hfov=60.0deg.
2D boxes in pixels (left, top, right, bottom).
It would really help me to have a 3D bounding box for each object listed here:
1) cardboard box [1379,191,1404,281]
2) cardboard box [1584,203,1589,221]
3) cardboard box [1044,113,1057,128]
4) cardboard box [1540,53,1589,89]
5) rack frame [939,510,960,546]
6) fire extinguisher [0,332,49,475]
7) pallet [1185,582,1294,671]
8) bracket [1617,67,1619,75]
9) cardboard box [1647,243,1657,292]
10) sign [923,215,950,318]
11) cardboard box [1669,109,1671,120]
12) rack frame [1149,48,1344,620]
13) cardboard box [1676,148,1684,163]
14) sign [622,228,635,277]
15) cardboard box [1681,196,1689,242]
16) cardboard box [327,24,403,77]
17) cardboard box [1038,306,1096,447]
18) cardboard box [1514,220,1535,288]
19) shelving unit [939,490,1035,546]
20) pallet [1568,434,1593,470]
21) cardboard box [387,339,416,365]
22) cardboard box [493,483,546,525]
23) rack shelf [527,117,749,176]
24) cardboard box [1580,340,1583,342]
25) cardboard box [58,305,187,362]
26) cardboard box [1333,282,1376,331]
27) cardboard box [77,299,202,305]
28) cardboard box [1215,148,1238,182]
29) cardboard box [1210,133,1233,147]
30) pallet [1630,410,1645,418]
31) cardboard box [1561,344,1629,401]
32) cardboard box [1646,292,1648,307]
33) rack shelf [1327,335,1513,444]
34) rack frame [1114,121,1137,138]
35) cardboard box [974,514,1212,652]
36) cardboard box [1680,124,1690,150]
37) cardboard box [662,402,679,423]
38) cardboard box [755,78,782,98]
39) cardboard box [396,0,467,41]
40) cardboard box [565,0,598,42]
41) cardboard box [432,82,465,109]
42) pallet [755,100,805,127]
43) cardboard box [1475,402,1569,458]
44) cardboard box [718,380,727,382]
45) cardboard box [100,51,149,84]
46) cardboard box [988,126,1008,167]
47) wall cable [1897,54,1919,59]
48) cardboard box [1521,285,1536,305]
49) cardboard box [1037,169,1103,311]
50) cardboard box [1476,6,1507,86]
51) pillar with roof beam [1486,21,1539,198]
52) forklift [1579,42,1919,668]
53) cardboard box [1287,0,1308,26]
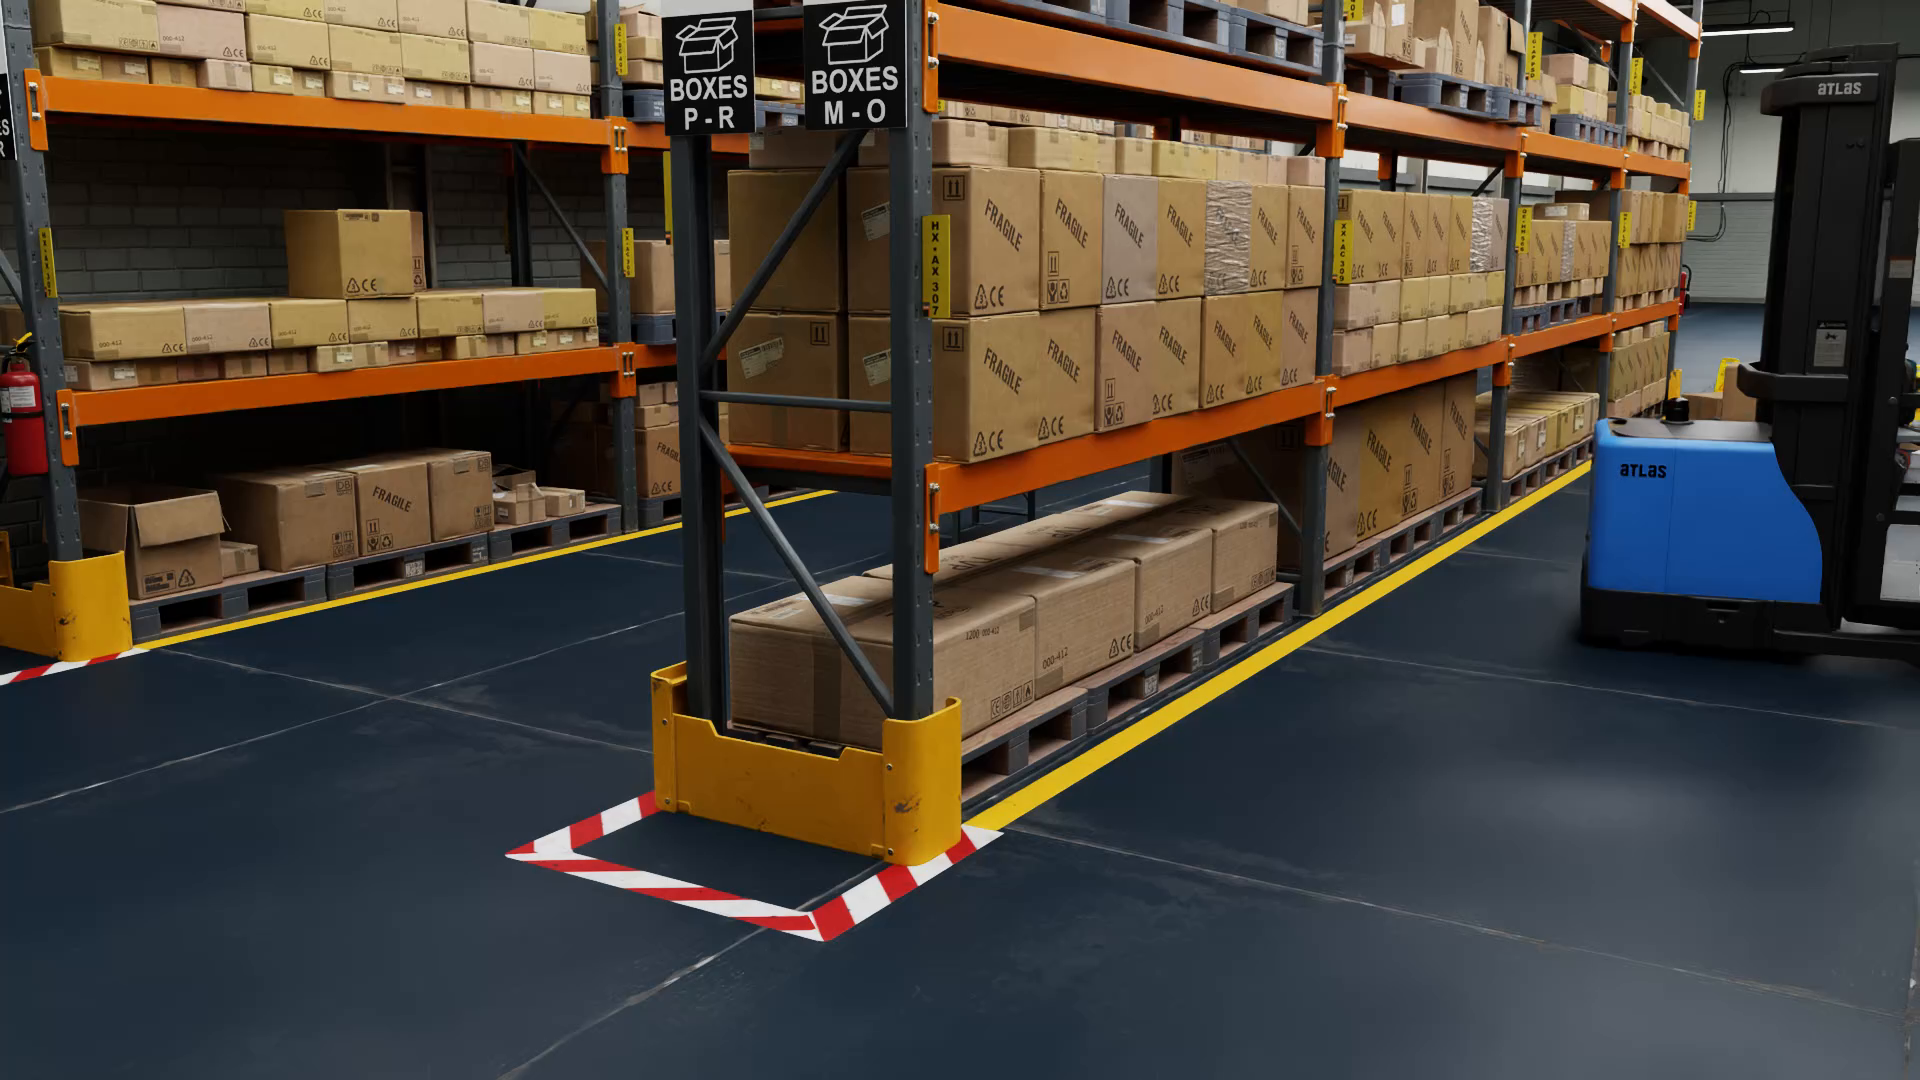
[{"bbox_3d":[2.244,-1.761,9.636,0.500,0.500,0.500,6,12,30],"label":"cardboard box"},{"bbox_3d":[5.289,-2.871,14.569,0.380,0.149,0.250,6,12,29],"label":"cardboard box"},{"bbox_3d":[0.727,-4.111,16.295,0.380,0.149,0.250,6,12,30],"label":"cardboard box"},{"bbox_3d":[4.980,-3.941,14.026,0.500,0.250,0.500,7,12,32],"label":"cardboard box"},{"bbox_3d":[-0.220,-0.671,10.875,0.500,1.500,0.032,6,12,31],"label":"rack frame"},{"bbox_3d":[-4.473,-0.652,7.924,0.296,0.674,0.183,6,12,31],"label":"fire extinguisher"},{"bbox_3d":[1.068,0.387,8.730,1.003,0.211,1.213,6,12,31],"label":"pallet"},{"bbox_3d":[18.047,-12.771,45.347,0.235,0.232,0.430,6,12,31],"label":"bracket"},{"bbox_3d":[6.907,-2.833,17.267,0.500,0.500,0.500,7,12,31],"label":"cardboard box"},{"bbox_3d":[-0.076,-0.878,5.337,0.100,0.325,0.005,6,12,31],"label":"sign"},{"bbox_3d":[7.377,-4.531,17.784,0.380,0.149,0.250,6,12,31],"label":"cardboard box"},{"bbox_3d":[1.529,-1.096,9.072,1.000,3.000,0.127,6,12,31],"label":"rack frame"},{"bbox_3d":[7.712,-4.209,18.232,0.380,0.149,0.250,6,12,31],"label":"cardboard box"},{"bbox_3d":[-2.247,-1.945,11.252,0.100,0.325,0.005,6,12,31],"label":"sign"},{"bbox_3d":[7.681,-3.569,18.484,0.700,0.500,0.500,6,12,29],"label":"cardboard box"},{"bbox_3d":[-3.556,-2.776,9.493,0.500,0.250,0.500,6,12,30],"label":"cardboard box"},{"bbox_3d":[0.186,-0.646,6.399,0.500,0.500,0.500,6,12,30],"label":"cardboard box"},{"bbox_3d":[4.037,-2.176,12.617,0.500,0.500,0.500,6,12,29],"label":"cardboard box"},{"bbox_3d":[0.044,-0.751,11.302,0.538,1.500,1.048,6,12,31],"label":"shelving unit"},{"bbox_3d":[5.280,-0.861,15.395,1.003,0.211,1.213,6,12,31],"label":"pallet"},{"bbox_3d":[-3.481,-1.131,9.941,0.380,0.149,0.250,6,12,31],"label":"cardboard box"},{"bbox_3d":[-2.938,-0.260,10.897,0.396,0.266,0.258,7,13,33],"label":"cardboard box"},{"bbox_3d":[-1.677,-3.005,13.072,1.077,0.370,4.000,6,12,31],"label":"rack shelf"},{"bbox_3d":[6.287,-1.857,17.430,0.500,0.500,0.500,7,13,34],"label":"cardboard box"},{"bbox_3d":[-4.326,-1.059,8.472,0.500,0.250,0.500,6,12,31],"label":"cardboard box"},{"bbox_3d":[1.999,-1.310,9.266,0.500,0.250,0.500,6,12,29],"label":"cardboard box"},{"bbox_3d":[-4.511,-1.192,9.183,0.500,0.250,0.500,6,12,31],"label":"cardboard box"},{"bbox_3d":[1.059,-1.723,7.669,0.380,0.149,0.250,6,12,30],"label":"cardboard box"},{"bbox_3d":[2.876,-4.992,20.044,0.700,0.500,0.500,6,12,31],"label":"cardboard box"},{"bbox_3d":[6.634,-1.285,17.661,1.003,0.211,1.213,6,12,31],"label":"pallet"},{"bbox_3d":[6.220,-1.645,16.296,0.500,0.500,0.500,7,13,33],"label":"cardboard box"},{"bbox_3d":[6.899,-2.492,17.213,0.380,0.149,0.250,6,12,30],"label":"cardboard box"},{"bbox_3d":[2.568,-1.057,10.819,1.077,0.370,4.000,6,12,31],"label":"rack shelf"},{"bbox_3d":[1.439,-5.777,17.771,1.000,3.000,0.127,6,12,31],"label":"rack frame"},{"bbox_3d":[0.647,0.186,8.044,0.875,0.438,0.875,6,12,29],"label":"cardboard box"},{"bbox_3d":[7.724,-4.424,18.296,0.500,0.250,0.500,6,12,30],"label":"cardboard box"},{"bbox_3d":[-2.224,-0.948,12.172,0.380,0.149,0.250,6,12,29],"label":"cardboard box"},{"bbox_3d":[-1.552,-3.385,12.417,0.380,0.149,0.250,7,13,32],"label":"cardboard box"},{"bbox_3d":[-3.297,-3.100,9.867,0.500,0.250,0.500,7,12,32],"label":"cardboard box"},{"bbox_3d":[-2.615,-3.581,11.528,0.396,0.266,0.258,6,12,30],"label":"cardboard box"},{"bbox_3d":[-3.221,-2.679,10.058,0.380,0.149,0.250,7,13,33],"label":"cardboard box"},{"bbox_3d":[-1.781,-3.211,12.728,1.213,0.211,1.003,6,12,31],"label":"pallet"},{"bbox_3d":[4.683,-0.963,14.363,0.950,0.372,0.625,7,13,33],"label":"cardboard box"},{"bbox_3d":[-1.801,-1.235,13.701,0.380,0.149,0.250,6,12,31],"label":"cardboard box"},{"bbox_3d":[-4.314,-2.363,8.372,0.380,0.149,0.250,7,12,32],"label":"cardboard box"},{"bbox_3d":[-0.051,-1.404,5.965,0.380,0.149,0.250,7,13,32],"label":"cardboard box"},{"bbox_3d":[25.575,-14.075,44.451,3.097,2.526,0.112,6,12,31],"label":"wall cable"},{"bbox_3d":[4.291,-1.921,13.022,0.380,0.149,0.250,5,12,27],"label":"cardboard box"},{"bbox_3d":[0.208,-1.138,6.306,0.500,0.500,0.500,6,12,29],"label":"cardboard box"},{"bbox_3d":[3.254,-3.281,11.180,0.700,0.500,0.500,6,12,28],"label":"cardboard box"},{"bbox_3d":[15.408,-8.802,33.930,9.100,9.000,0.548,6,12,31],"label":"pillar with roof beam"},{"bbox_3d":[4.749,-0.888,8.147,3.031,2.935,1.130,4,11,19],"label":"forklift"},{"bbox_3d":[1.471,-2.629,8.061,0.396,0.266,0.258,7,13,32],"label":"cardboard box"}]
